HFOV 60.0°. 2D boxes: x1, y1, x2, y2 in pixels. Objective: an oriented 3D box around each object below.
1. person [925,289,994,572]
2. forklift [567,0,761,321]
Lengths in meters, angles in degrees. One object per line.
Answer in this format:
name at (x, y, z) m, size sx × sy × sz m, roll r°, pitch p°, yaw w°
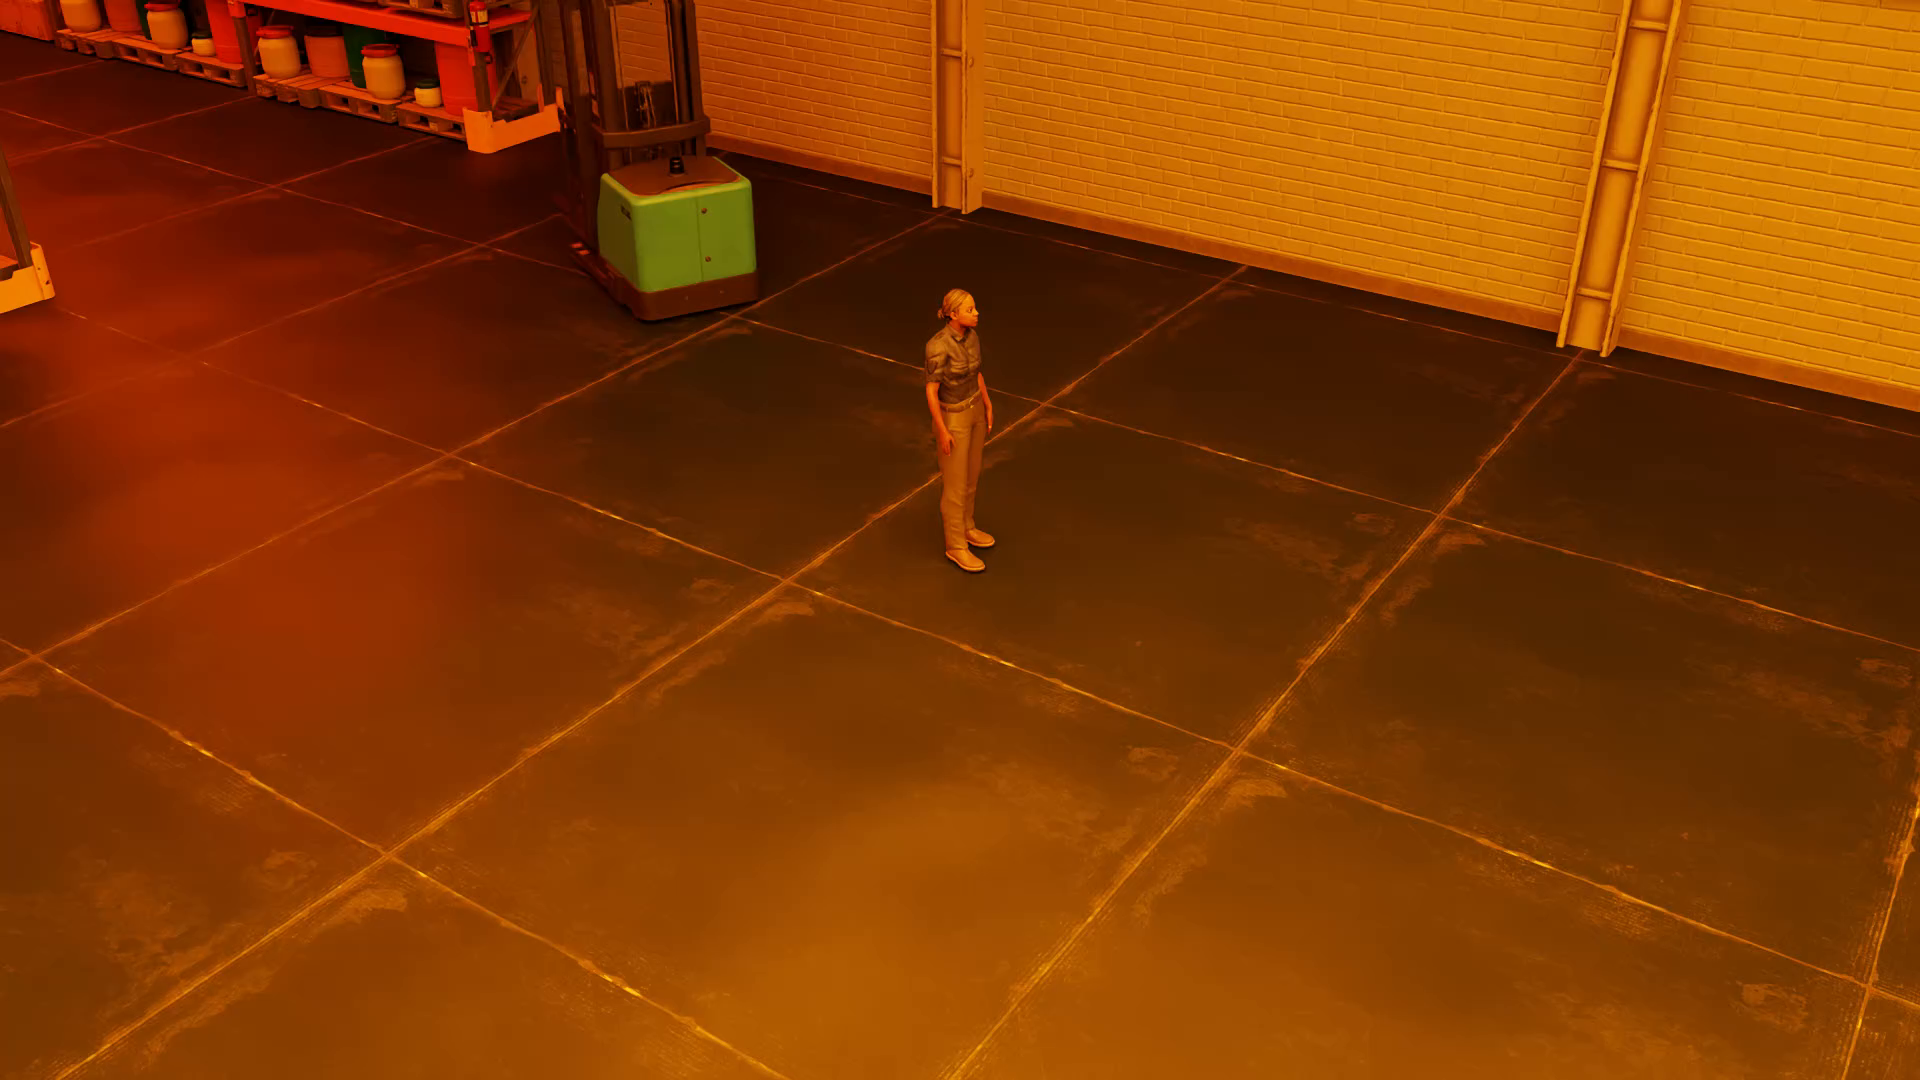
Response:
person at (0.061, -0.689, 10.024) m, size 0.504 × 1.654 × 0.569 m, roll 19°, pitch 35°, yaw 29°
forklift at (-2.820, -3.746, 14.031) m, size 1.130 × 2.935 × 3.031 m, roll -16°, pitch 34°, yaw -25°
